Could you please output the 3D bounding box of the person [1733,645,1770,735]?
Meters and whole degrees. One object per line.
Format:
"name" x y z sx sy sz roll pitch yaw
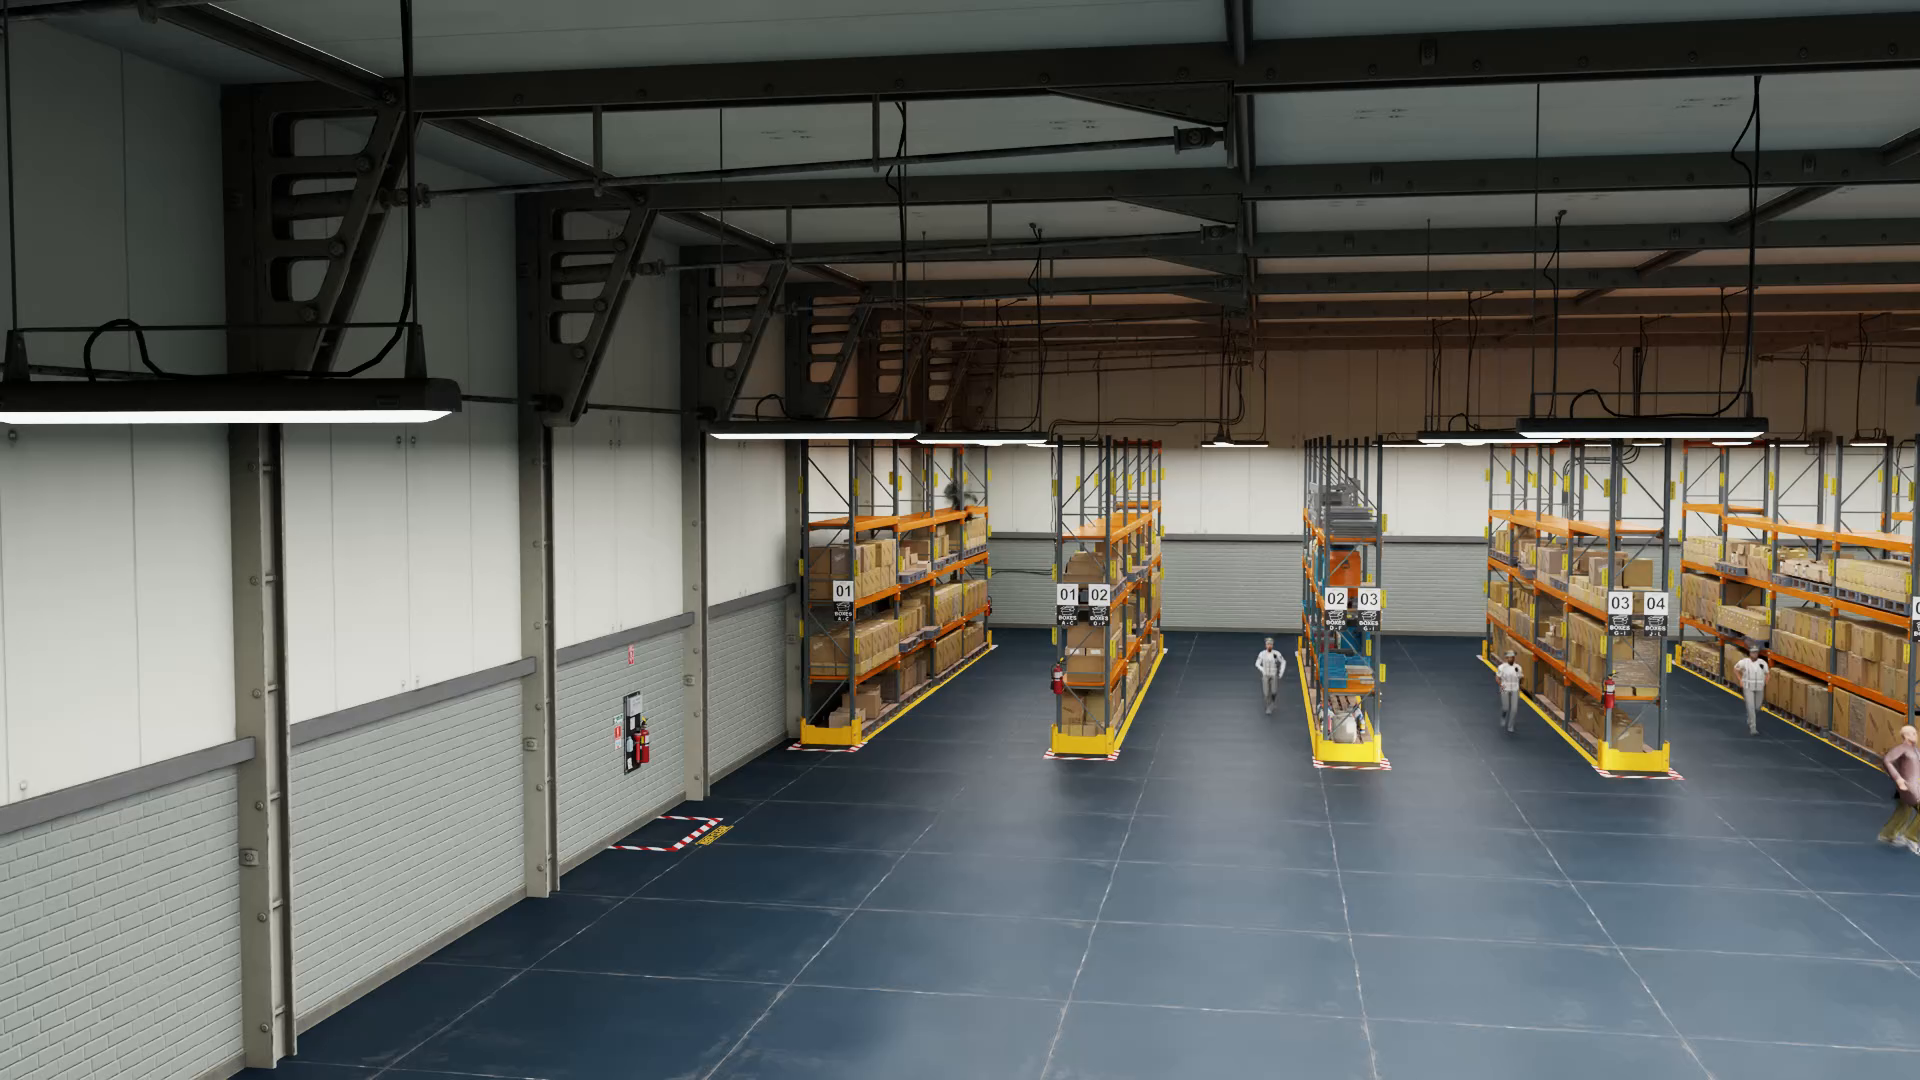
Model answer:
"person" 16.128 3.022 33.847 0.663 1.785 0.903 1 3 9

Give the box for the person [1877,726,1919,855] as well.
"person" 13.513 3.558 23.668 0.798 1.823 0.671 2 4 37

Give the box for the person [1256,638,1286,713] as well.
"person" 6.730 2.941 36.039 0.645 1.651 0.562 1 3 11

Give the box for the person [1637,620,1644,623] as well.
"person" 18.316 2.416 45.361 0.555 1.688 0.760 -2 4 -38

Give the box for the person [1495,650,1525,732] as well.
"person" 11.205 3.069 33.829 0.572 1.642 0.526 1 3 9
